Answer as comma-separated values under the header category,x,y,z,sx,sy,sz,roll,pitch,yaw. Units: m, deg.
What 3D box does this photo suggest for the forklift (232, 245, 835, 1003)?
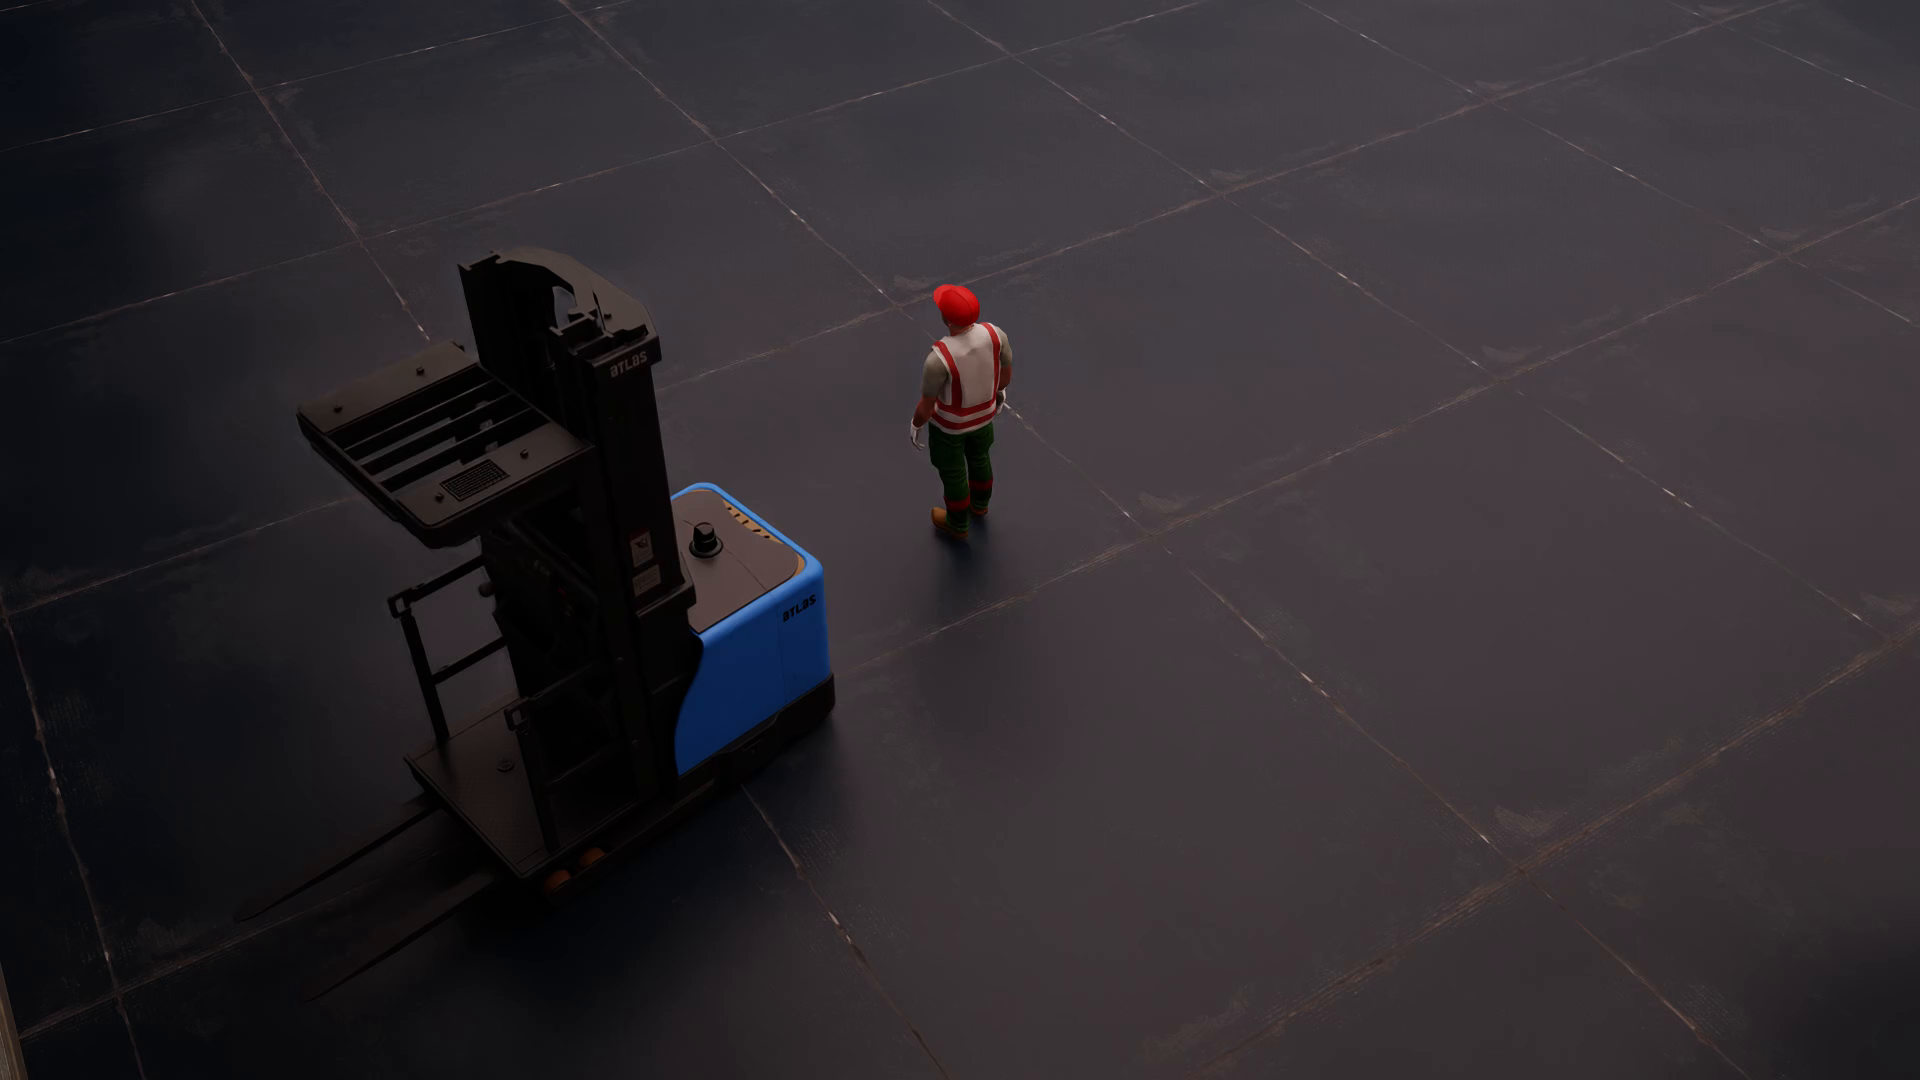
category,x,y,z,sx,sy,sz,roll,pitch,yaw
forklift,-2.081,0.275,7.556,3.031,2.935,1.130,-33,51,-32

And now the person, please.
category,x,y,z,sx,sy,sz,roll,pitch,yaw
person,-0.033,-0.758,9.534,0.638,1.786,0.564,-23,46,-24
